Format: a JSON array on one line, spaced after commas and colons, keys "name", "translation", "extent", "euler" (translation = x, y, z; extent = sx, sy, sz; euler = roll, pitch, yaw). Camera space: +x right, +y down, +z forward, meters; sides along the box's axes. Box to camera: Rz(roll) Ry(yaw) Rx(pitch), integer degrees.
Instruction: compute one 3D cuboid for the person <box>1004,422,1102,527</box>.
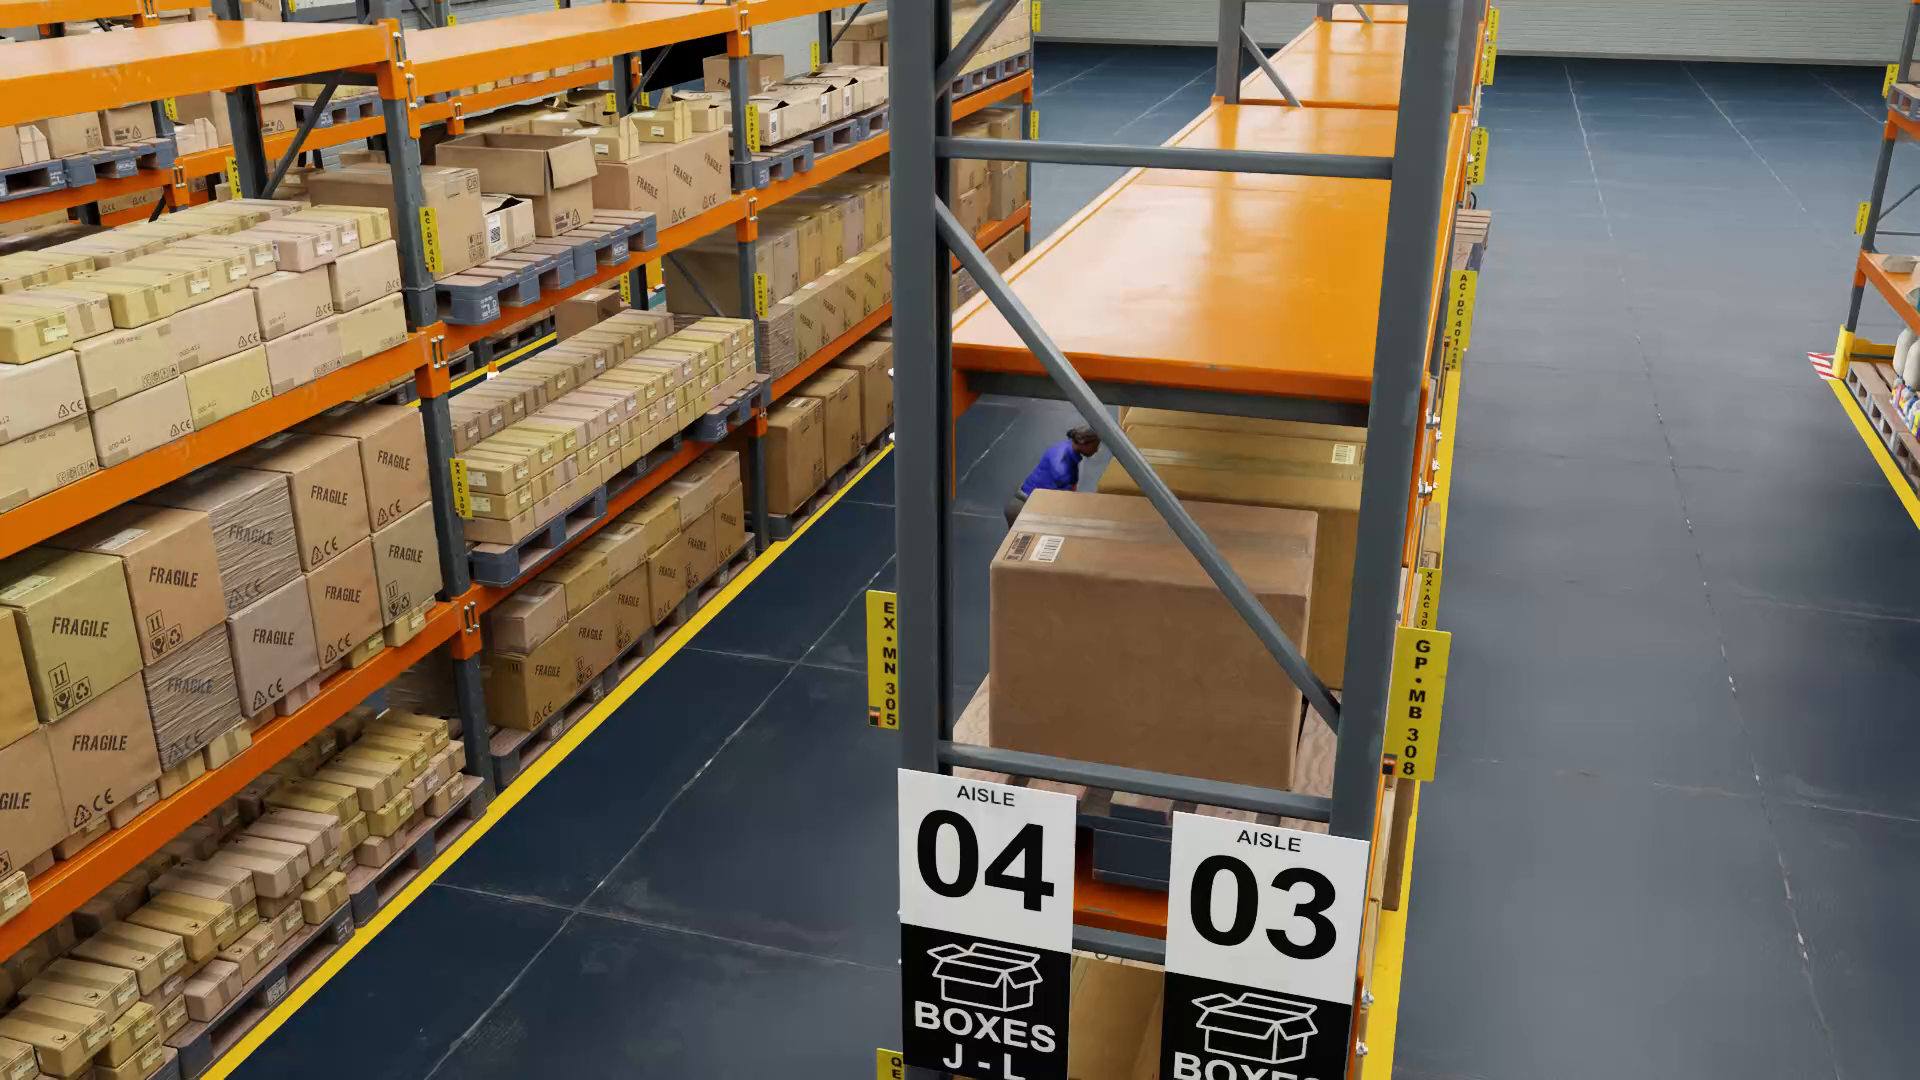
[{"name": "person", "translation": [0.648, -0.126, 11.629], "extent": [0.656, 1.502, 0.405], "euler": [6, 23, 15]}]
